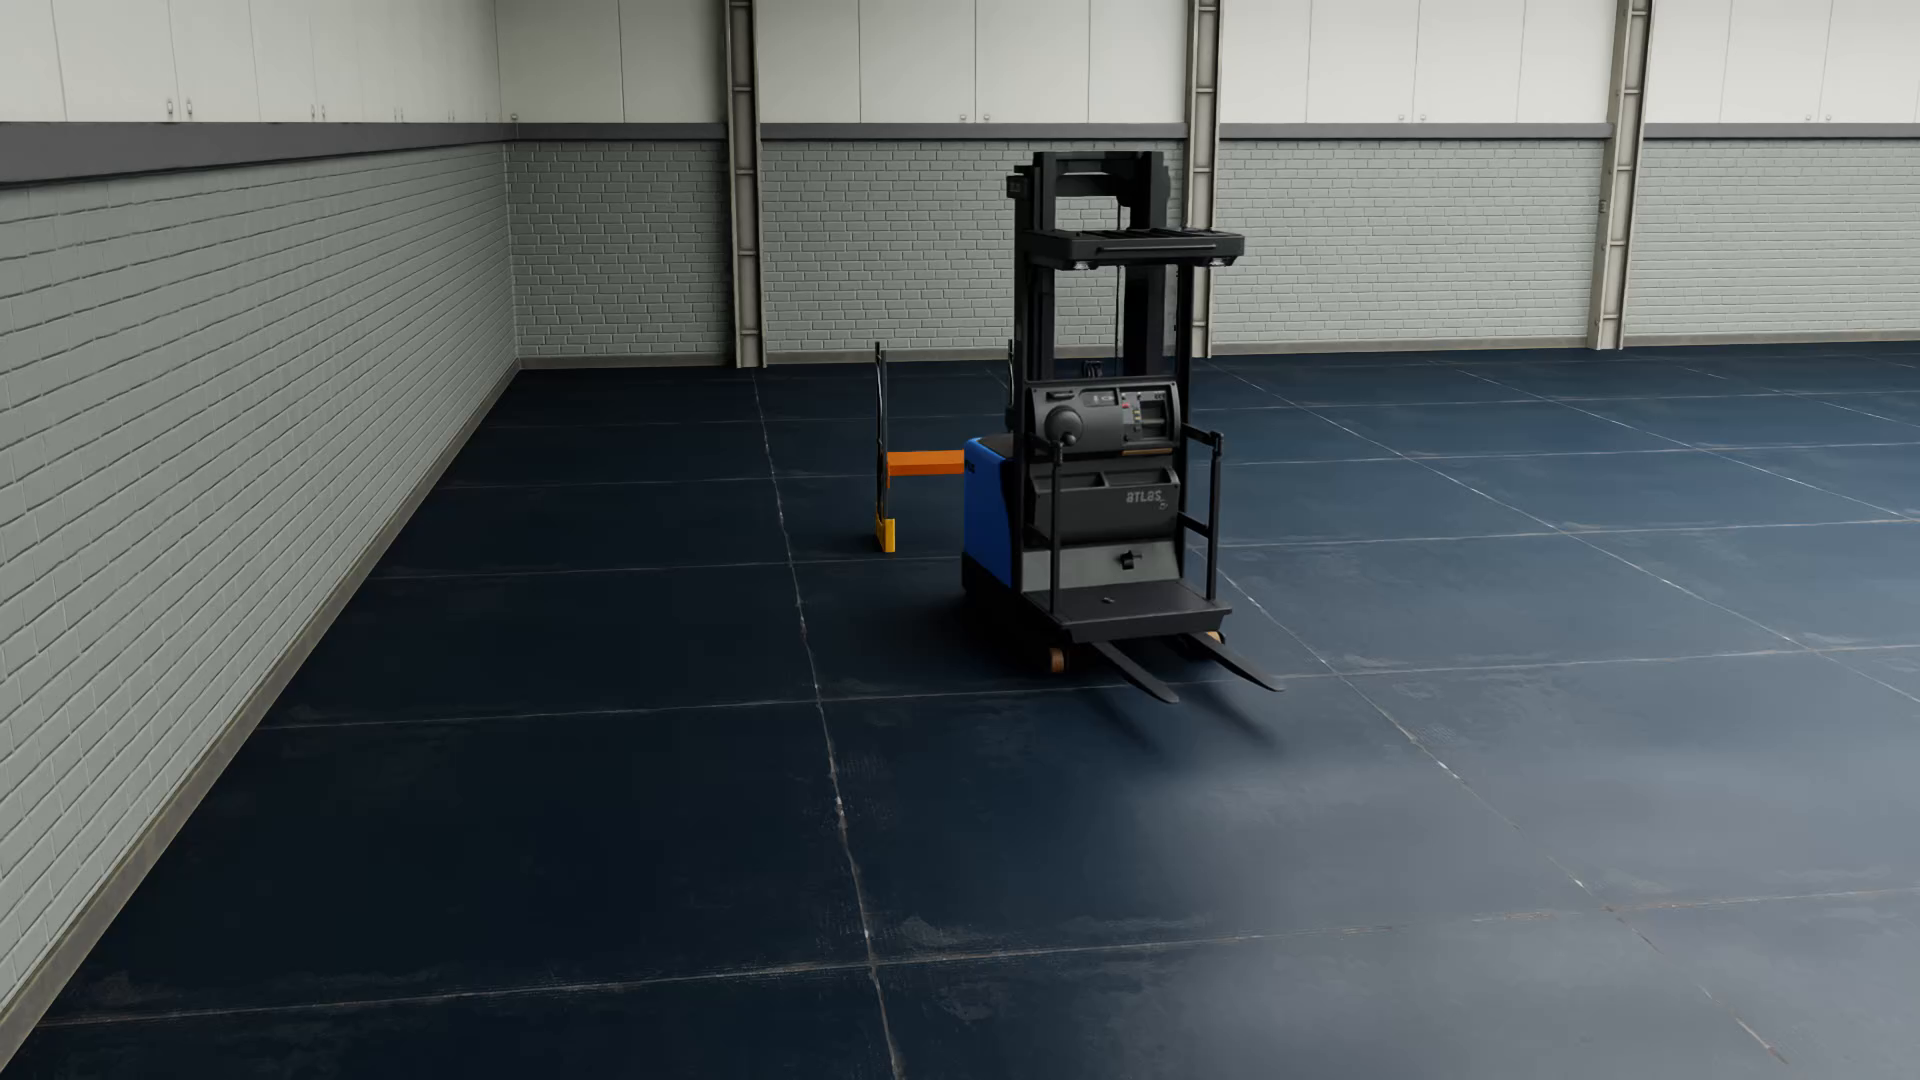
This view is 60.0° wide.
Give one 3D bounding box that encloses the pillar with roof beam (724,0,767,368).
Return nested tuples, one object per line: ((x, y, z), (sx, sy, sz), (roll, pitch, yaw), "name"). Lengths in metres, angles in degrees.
((-2.099, -5.613, 16.603), (0.400, 9.000, 9.100), (-2, 14, -8), "pillar with roof beam")

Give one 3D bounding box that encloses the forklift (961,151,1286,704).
((0.935, -0.750, 9.688), (1.130, 2.935, 3.031), (-4, 15, -17), "forklift")

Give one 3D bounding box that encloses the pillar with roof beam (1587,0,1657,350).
((9.767, -6.048, 18.337), (0.400, 9.000, 9.100), (-2, 14, -8), "pillar with roof beam")

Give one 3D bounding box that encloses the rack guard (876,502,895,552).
((-0.568, -0.100, 12.608), (0.087, 0.250, 0.587), (-2, 14, -8), "rack guard")

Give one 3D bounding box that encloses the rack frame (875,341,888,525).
((-0.587, -0.706, 12.454), (0.032, 1.500, 0.500), (-2, 14, -8), "rack frame")

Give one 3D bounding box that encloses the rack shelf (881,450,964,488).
((-0.084, -0.550, 12.571), (1.000, 0.185, 0.538), (-2, 14, -8), "rack shelf")

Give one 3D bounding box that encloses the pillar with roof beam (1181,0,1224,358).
((3.834, -5.830, 17.470), (0.400, 9.000, 9.100), (-2, 14, -8), "pillar with roof beam")

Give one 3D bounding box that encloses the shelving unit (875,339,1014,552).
((-0.075, -0.725, 12.528), (1.083, 1.500, 0.587), (-2, 14, -8), "shelving unit")

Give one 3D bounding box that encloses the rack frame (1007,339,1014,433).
((0.418, -0.743, 12.601), (0.032, 1.500, 0.500), (-2, 14, -8), "rack frame")
